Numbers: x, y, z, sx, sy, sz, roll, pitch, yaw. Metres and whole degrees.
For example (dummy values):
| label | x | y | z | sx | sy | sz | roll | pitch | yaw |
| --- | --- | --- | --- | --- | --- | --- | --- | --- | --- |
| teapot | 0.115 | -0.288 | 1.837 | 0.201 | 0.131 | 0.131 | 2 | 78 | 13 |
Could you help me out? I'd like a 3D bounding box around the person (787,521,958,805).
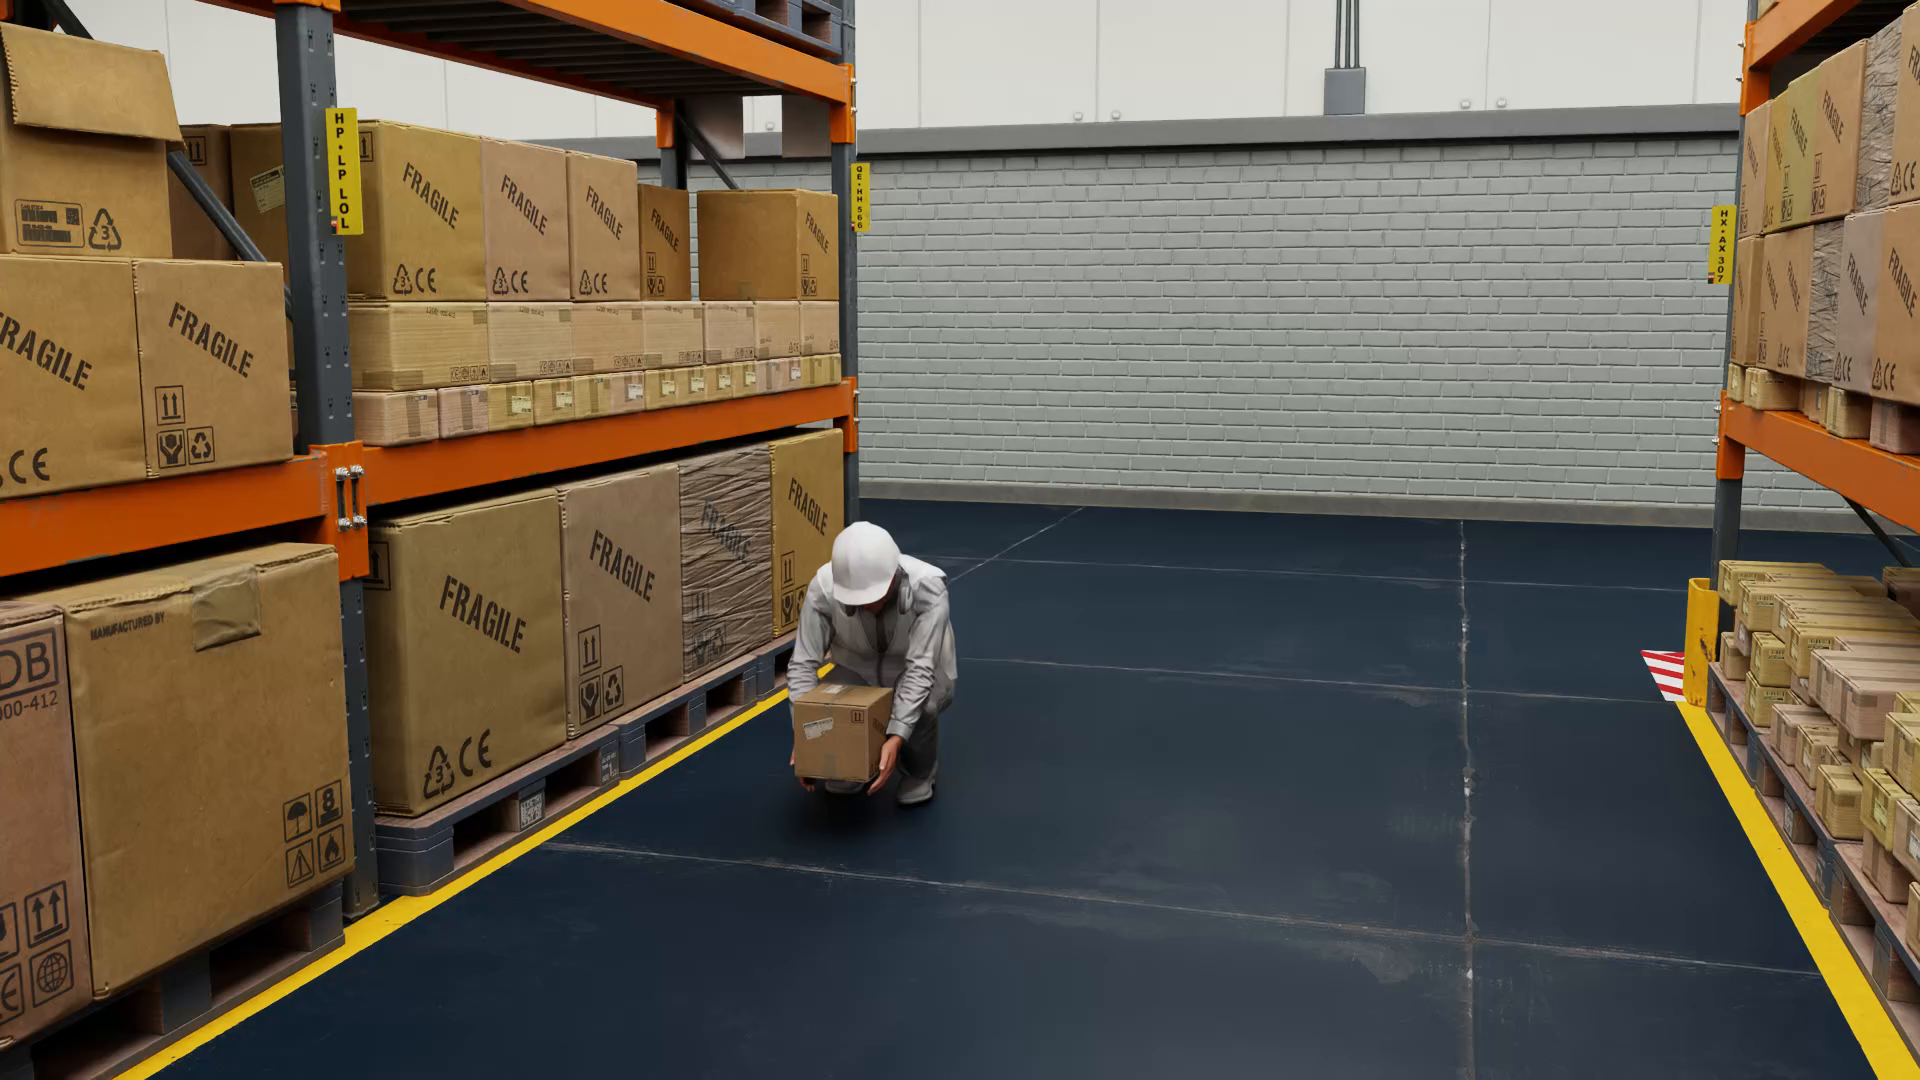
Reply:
| label | x | y | z | sx | sy | sz | roll | pitch | yaw |
| --- | --- | --- | --- | --- | --- | --- | --- | --- | --- |
| person | -0.279 | 0.402 | 5.663 | 0.534 | 1.011 | 0.855 | 2 | 9 | 16 |
